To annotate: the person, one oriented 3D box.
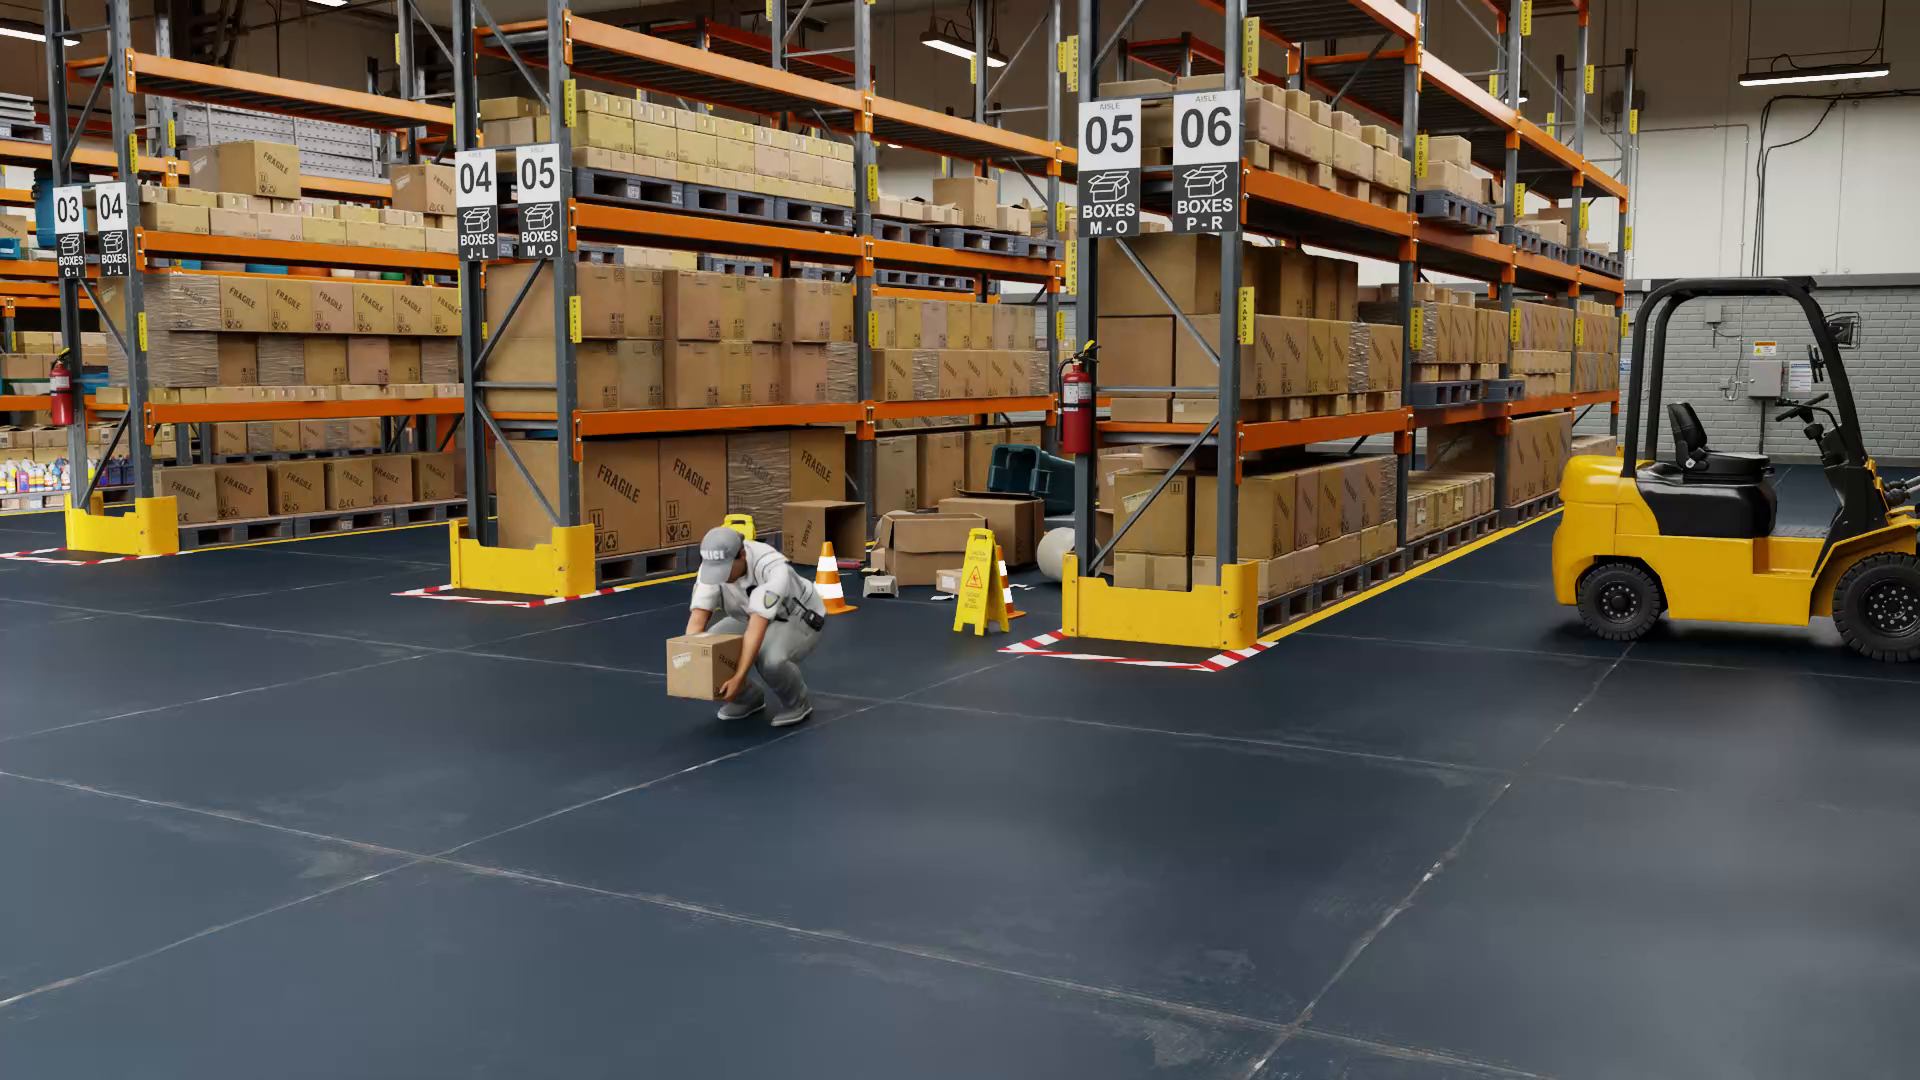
[{"bbox_3d":[-0.966,0.386,7.679,0.509,0.953,0.868,3,7,27],"label":"person"}]
